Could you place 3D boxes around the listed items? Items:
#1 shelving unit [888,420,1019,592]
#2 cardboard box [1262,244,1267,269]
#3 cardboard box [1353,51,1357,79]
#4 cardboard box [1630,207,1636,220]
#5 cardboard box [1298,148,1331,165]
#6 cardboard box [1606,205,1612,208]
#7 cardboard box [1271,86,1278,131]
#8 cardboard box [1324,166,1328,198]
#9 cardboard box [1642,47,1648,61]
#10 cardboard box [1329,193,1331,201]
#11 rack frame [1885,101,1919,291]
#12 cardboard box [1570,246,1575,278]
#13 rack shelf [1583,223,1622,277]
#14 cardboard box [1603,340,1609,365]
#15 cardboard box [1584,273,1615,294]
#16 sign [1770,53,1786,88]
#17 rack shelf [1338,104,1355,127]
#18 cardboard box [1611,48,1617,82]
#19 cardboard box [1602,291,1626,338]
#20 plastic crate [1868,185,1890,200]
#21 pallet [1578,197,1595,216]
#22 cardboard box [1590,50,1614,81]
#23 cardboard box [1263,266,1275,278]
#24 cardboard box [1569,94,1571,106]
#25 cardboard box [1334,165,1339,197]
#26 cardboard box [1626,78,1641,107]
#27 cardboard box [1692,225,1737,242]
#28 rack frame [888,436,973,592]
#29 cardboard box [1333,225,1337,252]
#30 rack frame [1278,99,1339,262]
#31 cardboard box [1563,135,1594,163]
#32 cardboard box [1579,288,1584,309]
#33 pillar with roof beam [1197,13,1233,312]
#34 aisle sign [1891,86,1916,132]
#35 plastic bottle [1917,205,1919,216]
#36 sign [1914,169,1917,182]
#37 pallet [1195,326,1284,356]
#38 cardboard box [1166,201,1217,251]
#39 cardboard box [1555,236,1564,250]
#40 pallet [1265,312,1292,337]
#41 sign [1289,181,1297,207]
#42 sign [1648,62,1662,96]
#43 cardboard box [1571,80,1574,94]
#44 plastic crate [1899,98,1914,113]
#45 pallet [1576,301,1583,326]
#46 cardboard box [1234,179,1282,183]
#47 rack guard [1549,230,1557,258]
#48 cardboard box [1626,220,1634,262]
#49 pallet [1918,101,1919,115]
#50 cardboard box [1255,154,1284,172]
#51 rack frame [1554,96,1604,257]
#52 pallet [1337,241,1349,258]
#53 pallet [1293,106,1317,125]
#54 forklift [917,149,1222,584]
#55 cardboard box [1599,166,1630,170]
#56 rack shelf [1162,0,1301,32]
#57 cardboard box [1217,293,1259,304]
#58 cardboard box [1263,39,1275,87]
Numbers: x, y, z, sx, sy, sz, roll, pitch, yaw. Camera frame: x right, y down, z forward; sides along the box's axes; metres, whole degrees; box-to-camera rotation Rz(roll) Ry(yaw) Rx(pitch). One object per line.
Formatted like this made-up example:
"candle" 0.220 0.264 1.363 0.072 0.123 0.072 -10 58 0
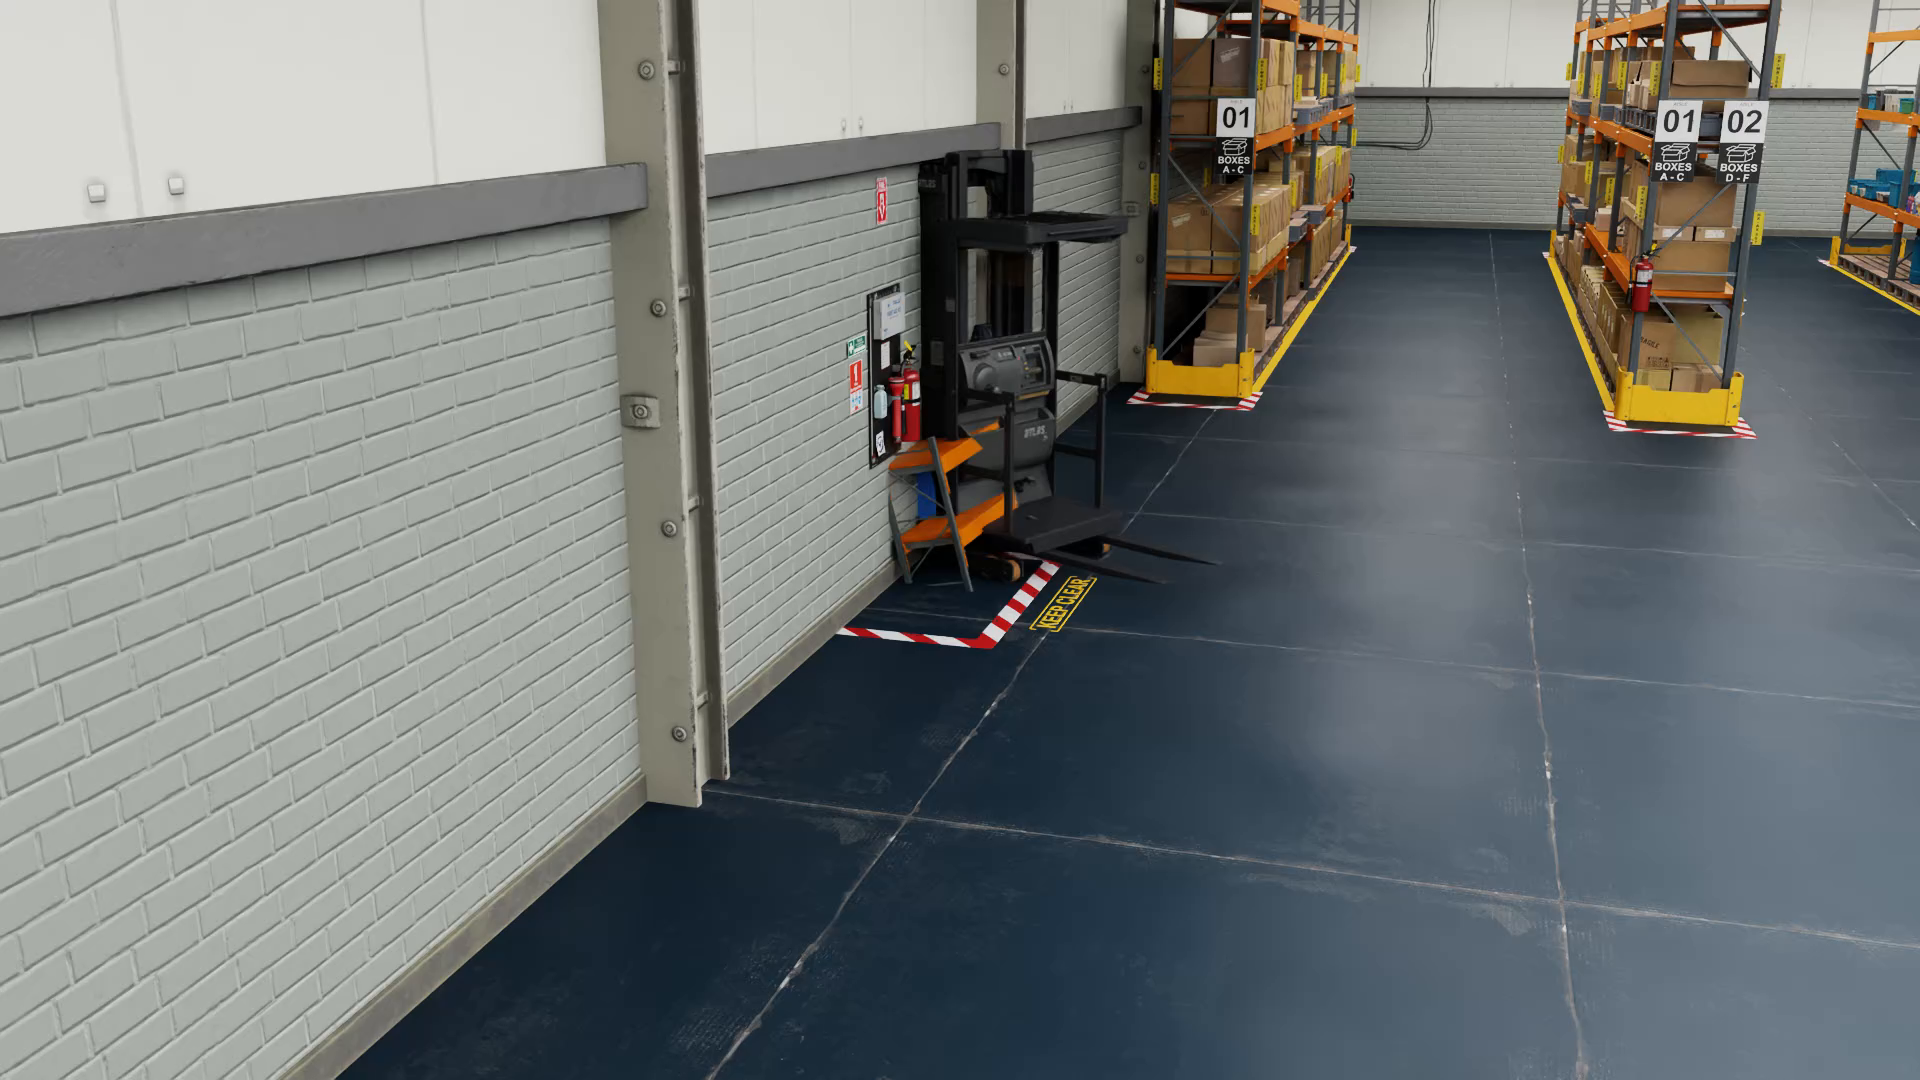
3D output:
"shelving unit" -0.057 -0.300 11.989 0.538 1.125 1.048 -7 15 28
"cardboard box" 3.234 -3.256 19.050 0.500 0.250 0.500 4 16 14
"cardboard box" 7.257 -9.034 31.633 0.500 0.500 0.500 5 16 16
"cardboard box" 7.993 -3.780 19.286 0.380 0.149 0.250 4 16 14
"cardboard box" 5.880 -6.371 27.656 0.500 0.250 0.500 5 17 17
"cardboard box" 9.536 -4.654 23.903 0.500 0.311 0.500 6 17 19
"cardboard box" 3.322 -4.921 18.967 0.500 0.500 0.500 5 17 18
"cardboard box" 5.754 -5.883 27.307 0.500 0.500 0.500 5 17 17
"cardboard box" 8.897 -5.985 21.066 0.500 0.500 0.500 6 17 21
"cardboard box" 6.193 -5.929 28.658 0.380 0.149 0.250 5 17 17
"rack frame" 15.566 -5.450 26.547 1.000 3.000 0.127 5 16 16
"cardboard box" 10.156 -4.466 26.852 0.500 0.500 0.500 5 17 17
"rack shelf" 9.113 -3.919 22.468 1.077 0.370 4.000 5 16 16
"cardboard box" 7.691 -2.131 19.116 0.500 0.250 0.500 5 16 16
"cardboard box" 8.962 -3.552 23.097 0.500 0.311 0.500 4 16 14
"sign" 7.938 -4.553 16.139 0.100 0.325 0.005 5 16 16
"rack shelf" 6.636 -7.838 30.789 1.077 0.370 4.000 5 16 16
"cardboard box" 10.101 -7.141 24.997 0.500 0.500 0.500 5 16 16
"cardboard box" 7.828 -2.623 19.476 0.500 0.500 0.500 5 16 16
"plastic crate" 15.857 -5.983 28.622 0.416 0.233 0.300 5 16 16
"pallet" 10.229 -5.205 26.036 1.003 0.211 1.213 5 16 16
"cardboard box" 10.919 -7.937 27.804 0.700 0.500 0.500 5 16 16
"cardboard box" 4.109 -3.804 23.145 0.500 0.250 0.500 4 16 15
"cardboard box" 11.565 -8.138 30.801 0.500 0.250 0.500 5 16 16
"cardboard box" 6.237 -6.503 29.710 0.980 0.700 0.700 5 17 17
"cardboard box" 7.995 -5.159 19.161 0.500 0.311 0.500 4 16 13
"cardboard box" 7.725 -3.142 17.037 0.380 0.149 0.250 5 16 15
"rack frame" -0.266 -0.142 11.553 0.500 1.125 0.032 -7 15 28
"cardboard box" 6.672 -5.671 31.136 0.700 0.500 0.500 5 17 17
"rack frame" 6.067 -6.218 29.255 1.000 3.000 0.127 5 16 16
"cardboard box" 11.575 -7.315 31.107 0.500 0.500 0.500 5 17 18
"cardboard box" 9.109 -3.422 23.666 0.500 0.250 0.500 4 16 14
"pillar with roof beam" 7.859 -7.451 22.607 9.100 9.000 0.400 5 16 16
"aisle sign" 17.004 -7.743 29.868 0.394 0.787 0.004 5 16 16
"plastic bottle" 14.878 -5.113 25.724 0.097 0.201 0.097 0 16 0
"sign" 17.234 -6.536 30.078 0.100 0.325 0.005 5 16 16
"pallet" 3.637 -2.605 21.627 1.003 0.211 1.213 5 16 16
"cardboard box" 2.587 -3.517 18.595 0.500 0.500 0.500 4 16 15
"cardboard box" 11.386 -5.519 31.024 0.500 0.250 0.500 5 16 16
"pallet" 4.014 -2.987 22.975 1.003 0.211 1.213 5 16 16
"sign" 4.316 -4.502 21.617 0.100 0.325 0.005 5 16 16
"sign" 6.891 -4.572 16.478 0.100 0.325 0.005 5 16 16
"cardboard box" 11.410 -8.248 30.275 0.500 0.250 0.500 5 16 16
"plastic crate" 15.518 -7.075 27.087 0.416 0.233 0.300 5 16 16
"pallet" 9.410 -3.235 23.847 1.003 0.211 1.213 5 16 16
"cardboard box" 4.137 -4.661 22.776 0.700 0.500 0.500 6 17 22
"rack guard" 11.933 -5.659 31.865 1.175 0.500 0.348 5 16 16
"cardboard box" 8.280 -3.535 19.612 0.700 0.500 0.500 4 16 15
"pallet" 15.437 -6.589 25.413 1.213 0.211 1.003 5 16 16
"cardboard box" 4.811 -5.872 25.896 0.500 0.250 0.500 5 17 17
"rack frame" 11.954 -6.882 31.594 1.000 3.000 0.127 5 16 16
"pallet" 7.052 -5.708 32.566 1.003 0.211 1.213 5 16 16
"pallet" 4.071 -5.631 22.033 1.213 0.211 1.003 5 16 16
"forklift" 0.496 -1.263 11.912 3.031 2.935 1.130 15 22 42
"cardboard box" 10.375 -5.618 26.187 0.700 0.500 0.500 1 16 2
"rack shelf" 3.225 -6.140 19.311 1.077 0.370 4.000 5 16 16
"cardboard box" 3.537 -2.860 21.189 0.500 0.500 0.500 3 16 12
"cardboard box" 3.190 -5.270 18.362 0.500 0.500 0.500 4 16 15
